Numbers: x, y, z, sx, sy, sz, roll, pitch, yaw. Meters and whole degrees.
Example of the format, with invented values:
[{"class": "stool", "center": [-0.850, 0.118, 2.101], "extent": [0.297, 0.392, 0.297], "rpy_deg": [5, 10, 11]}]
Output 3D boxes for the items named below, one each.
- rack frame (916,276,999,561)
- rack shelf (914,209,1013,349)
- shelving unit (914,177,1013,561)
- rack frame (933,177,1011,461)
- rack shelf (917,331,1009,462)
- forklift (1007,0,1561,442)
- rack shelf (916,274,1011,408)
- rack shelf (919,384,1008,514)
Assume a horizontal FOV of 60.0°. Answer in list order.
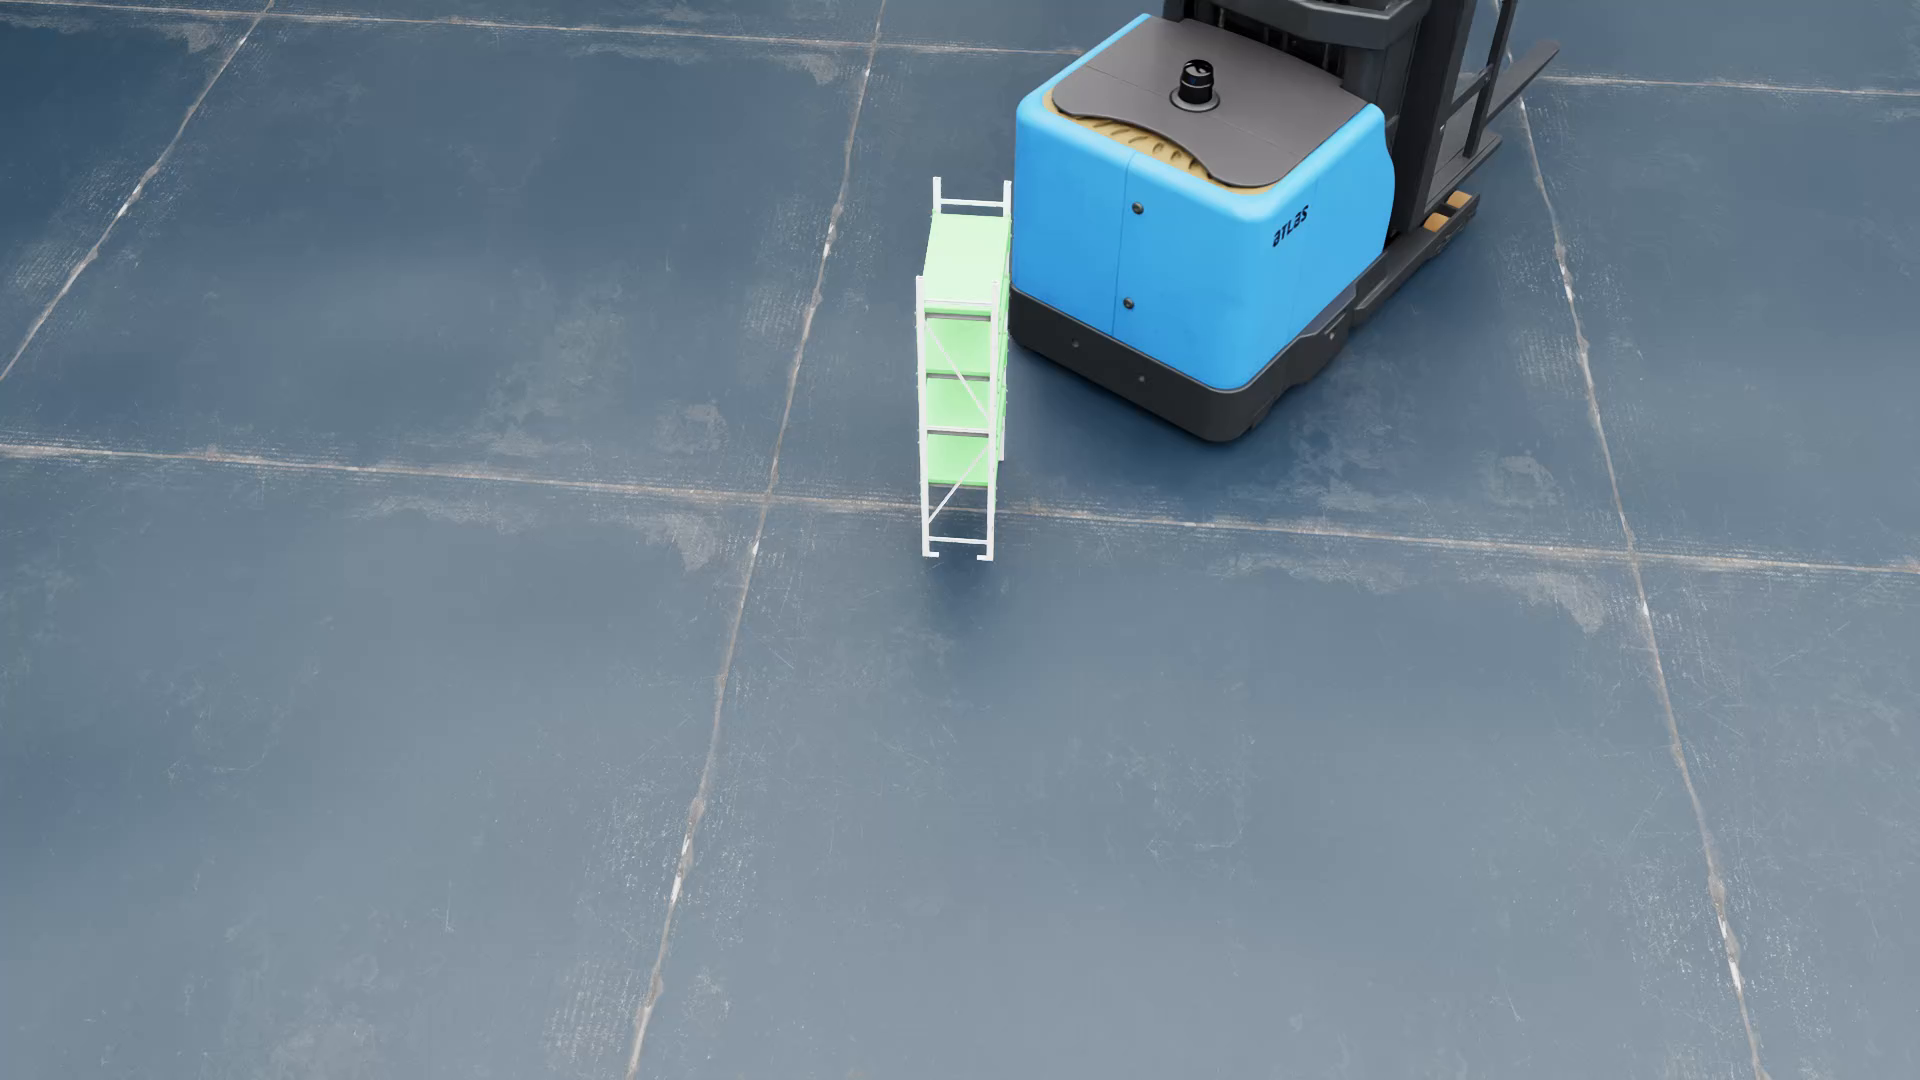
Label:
[{"class": "rack frame", "center": [-0.007, -0.347, 5.255], "extent": [0.240, 1.200, 0.015], "rpy_deg": [4, 48, 4]}, {"class": "rack shelf", "center": [0.015, -0.807, 5.111], "extent": [0.258, 0.148, 0.480], "rpy_deg": [4, 48, 4]}, {"class": "shelving unit", "center": [0.015, -0.527, 5.419], "extent": [0.258, 1.200, 0.503], "rpy_deg": [4, 48, 4]}, {"class": "rack frame", "center": [0.037, -0.706, 5.583], "extent": [0.240, 1.200, 0.015], "rpy_deg": [4, 48, 4]}, {"class": "rack shelf", "center": [0.015, -0.483, 5.466], "extent": [0.258, 0.148, 0.480], "rpy_deg": [4, 48, 4]}, {"class": "forklift", "center": [1.496, -2.371, 5.932], "extent": [1.130, 2.935, 3.031], "rpy_deg": [31, 55, 25]}, {"class": "rack shelf", "center": [0.015, -0.645, 5.289], "extent": [0.258, 0.148, 0.480], "rpy_deg": [4, 48, 4]}, {"class": "rack shelf", "center": [0.015, -0.321, 5.643], "extent": [0.258, 0.148, 0.480], "rpy_deg": [4, 48, 4]}]
